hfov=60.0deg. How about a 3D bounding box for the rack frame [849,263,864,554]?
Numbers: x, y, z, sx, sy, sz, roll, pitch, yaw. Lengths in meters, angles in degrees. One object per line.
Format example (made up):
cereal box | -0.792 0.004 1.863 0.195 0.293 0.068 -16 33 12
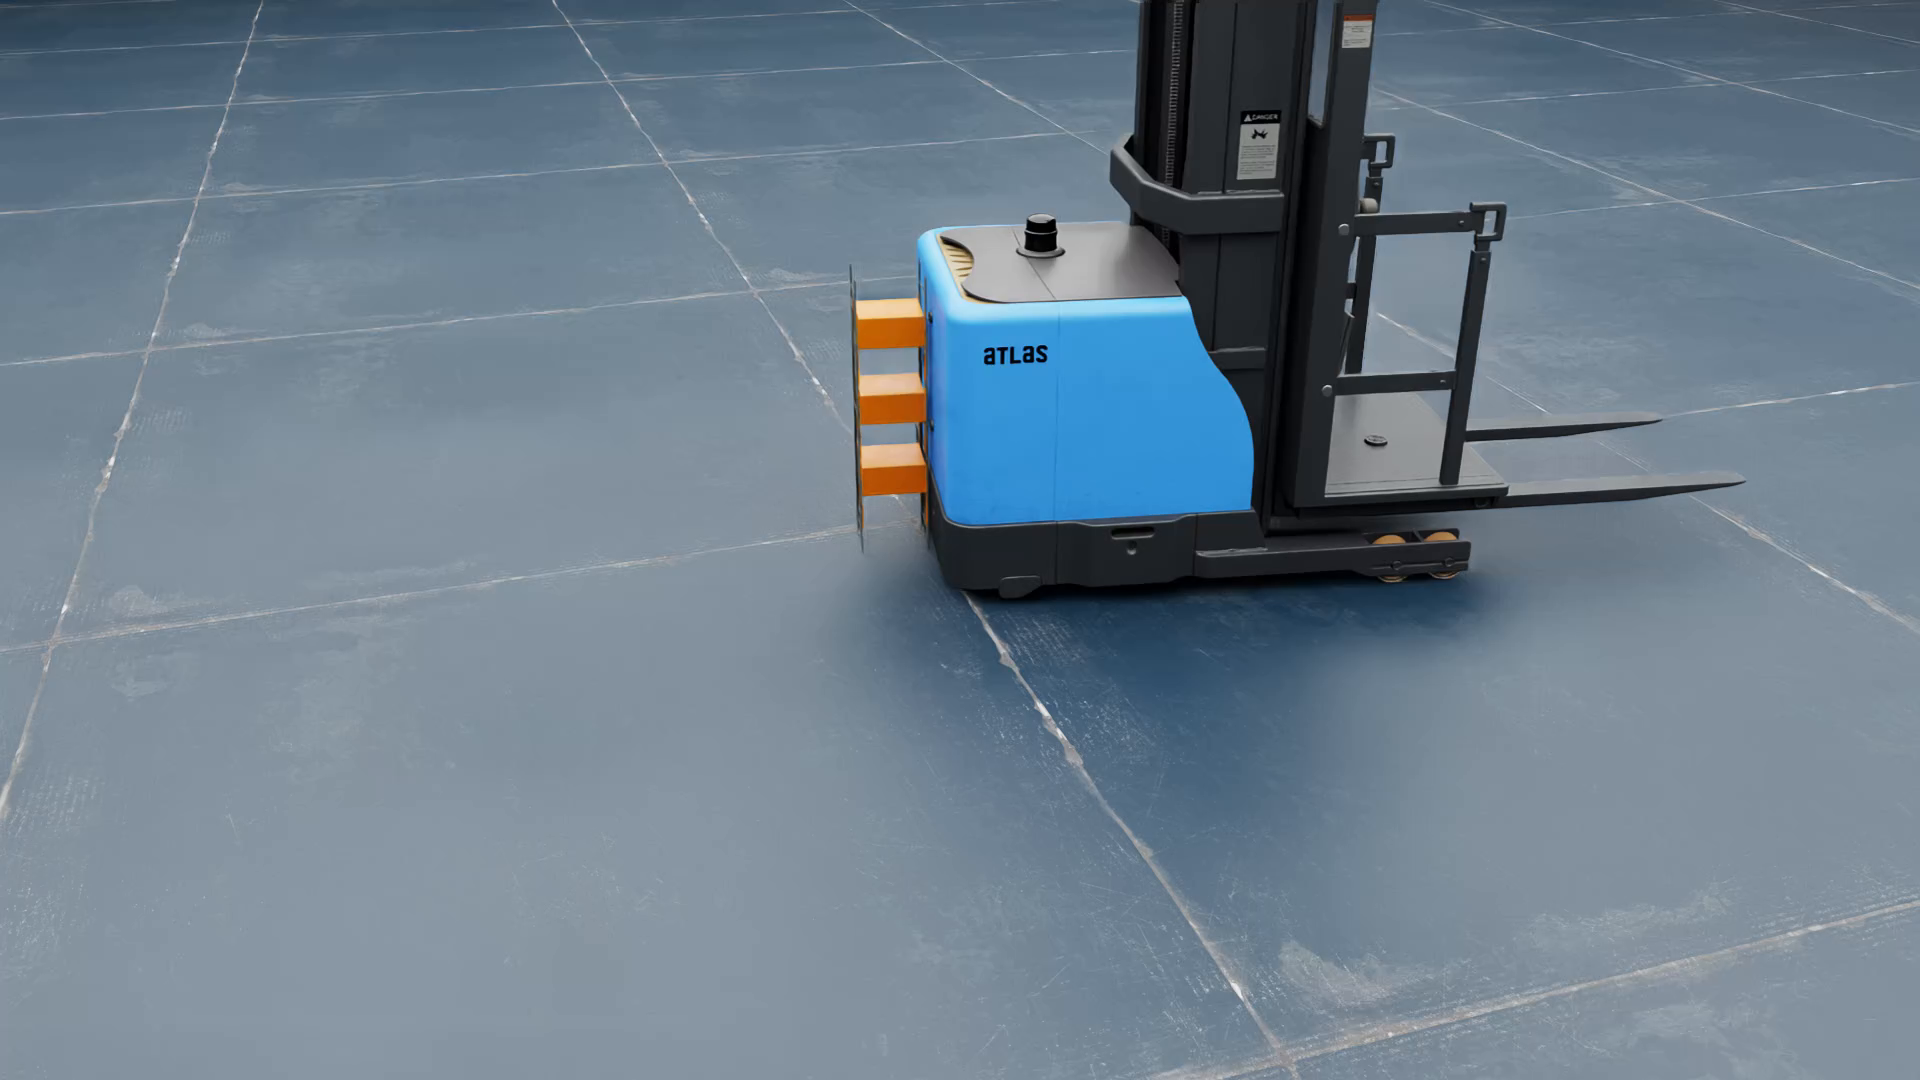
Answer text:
rack frame | -0.373 -0.461 5.998 0.008 1.050 0.200 -3 27 -7

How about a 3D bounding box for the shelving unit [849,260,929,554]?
shelving unit | -0.252 -0.468 6.013 0.252 1.050 0.215 -3 27 -7

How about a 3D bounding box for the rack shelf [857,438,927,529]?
rack shelf | -0.252 -0.210 6.141 0.240 0.259 0.215 -3 27 -7

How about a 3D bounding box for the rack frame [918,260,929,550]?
rack frame | -0.131 -0.476 6.027 0.008 1.050 0.200 -3 27 -7

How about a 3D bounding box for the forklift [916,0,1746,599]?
forklift | 1.386 -1.391 5.755 3.031 2.935 1.130 -3 27 -7

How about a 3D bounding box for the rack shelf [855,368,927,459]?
rack shelf | -0.252 -0.459 6.017 0.240 0.259 0.215 -3 27 -7

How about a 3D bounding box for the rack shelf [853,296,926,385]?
rack shelf | -0.252 -0.713 5.891 0.240 0.259 0.215 -3 27 -7
